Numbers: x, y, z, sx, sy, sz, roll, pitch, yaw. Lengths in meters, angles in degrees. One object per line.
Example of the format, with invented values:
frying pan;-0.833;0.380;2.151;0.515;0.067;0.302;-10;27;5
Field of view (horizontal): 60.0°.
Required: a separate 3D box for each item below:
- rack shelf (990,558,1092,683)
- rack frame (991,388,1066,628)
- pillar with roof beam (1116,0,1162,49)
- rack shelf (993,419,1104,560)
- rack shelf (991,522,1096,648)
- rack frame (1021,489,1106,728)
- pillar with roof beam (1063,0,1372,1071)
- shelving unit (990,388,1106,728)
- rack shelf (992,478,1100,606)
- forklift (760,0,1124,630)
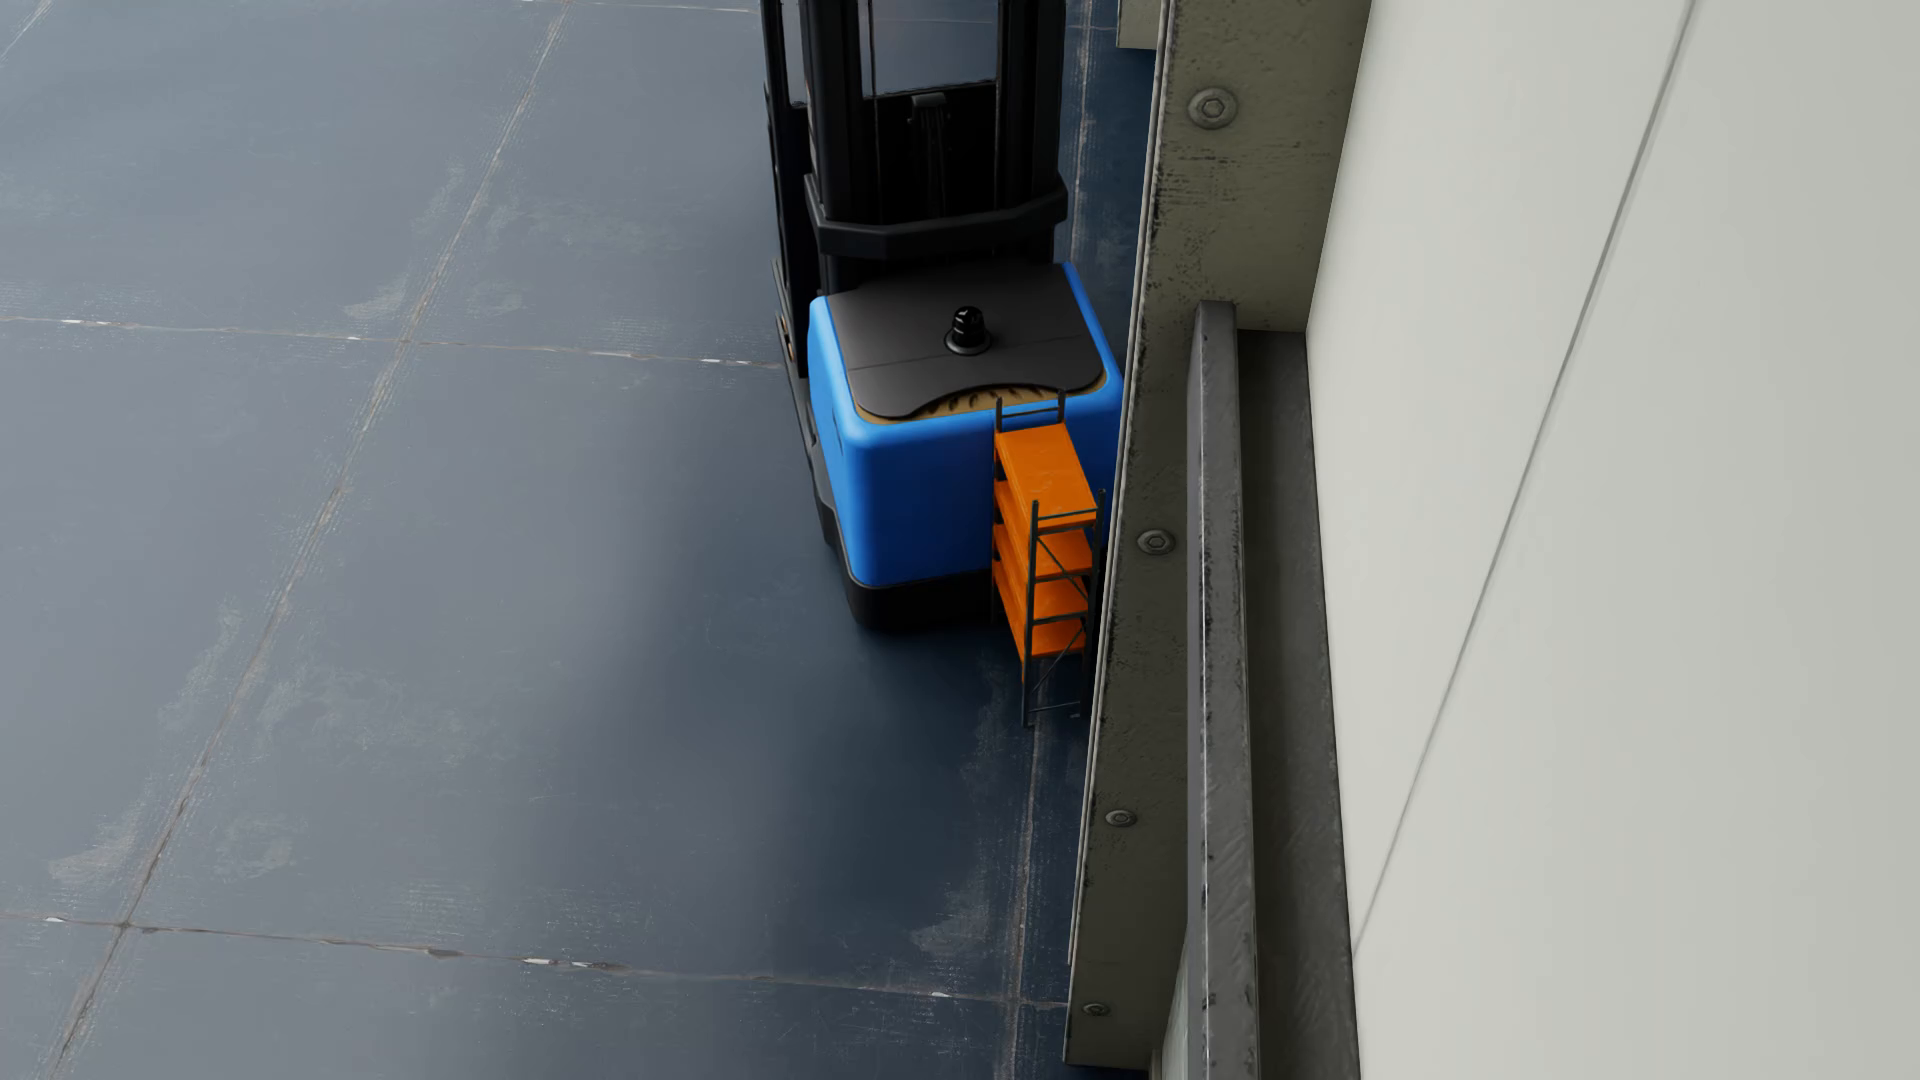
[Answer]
rack shelf;0.292;0.269;6.077;0.258;0.148;0.480;-9;48;-9
rack frame;0.238;-0.086;6.041;0.240;1.200;0.015;-9;48;-9
pillar with roof beam;-3.243;-6.216;6.363;9.100;9.000;0.400;4;48;4
rack shelf;0.292;-0.175;5.591;0.258;0.148;0.480;-9;48;-9
rack shelf;0.292;0.135;5.930;0.258;0.148;0.480;-9;48;-9
rack frame;0.345;0.266;5.720;0.240;1.200;0.015;-9;48;-9
pillar with roof beam;-3.790;-1.807;2.330;9.100;9.000;0.400;4;48;4
shelving unit;0.292;0.090;5.881;0.258;1.200;0.503;-9;48;-9
rack shelf;0.292;-0.016;5.765;0.258;0.148;0.480;-9;48;-9
forklift;-0.215;-1.757;6.396;1.130;2.935;3.031;-9;48;-9
